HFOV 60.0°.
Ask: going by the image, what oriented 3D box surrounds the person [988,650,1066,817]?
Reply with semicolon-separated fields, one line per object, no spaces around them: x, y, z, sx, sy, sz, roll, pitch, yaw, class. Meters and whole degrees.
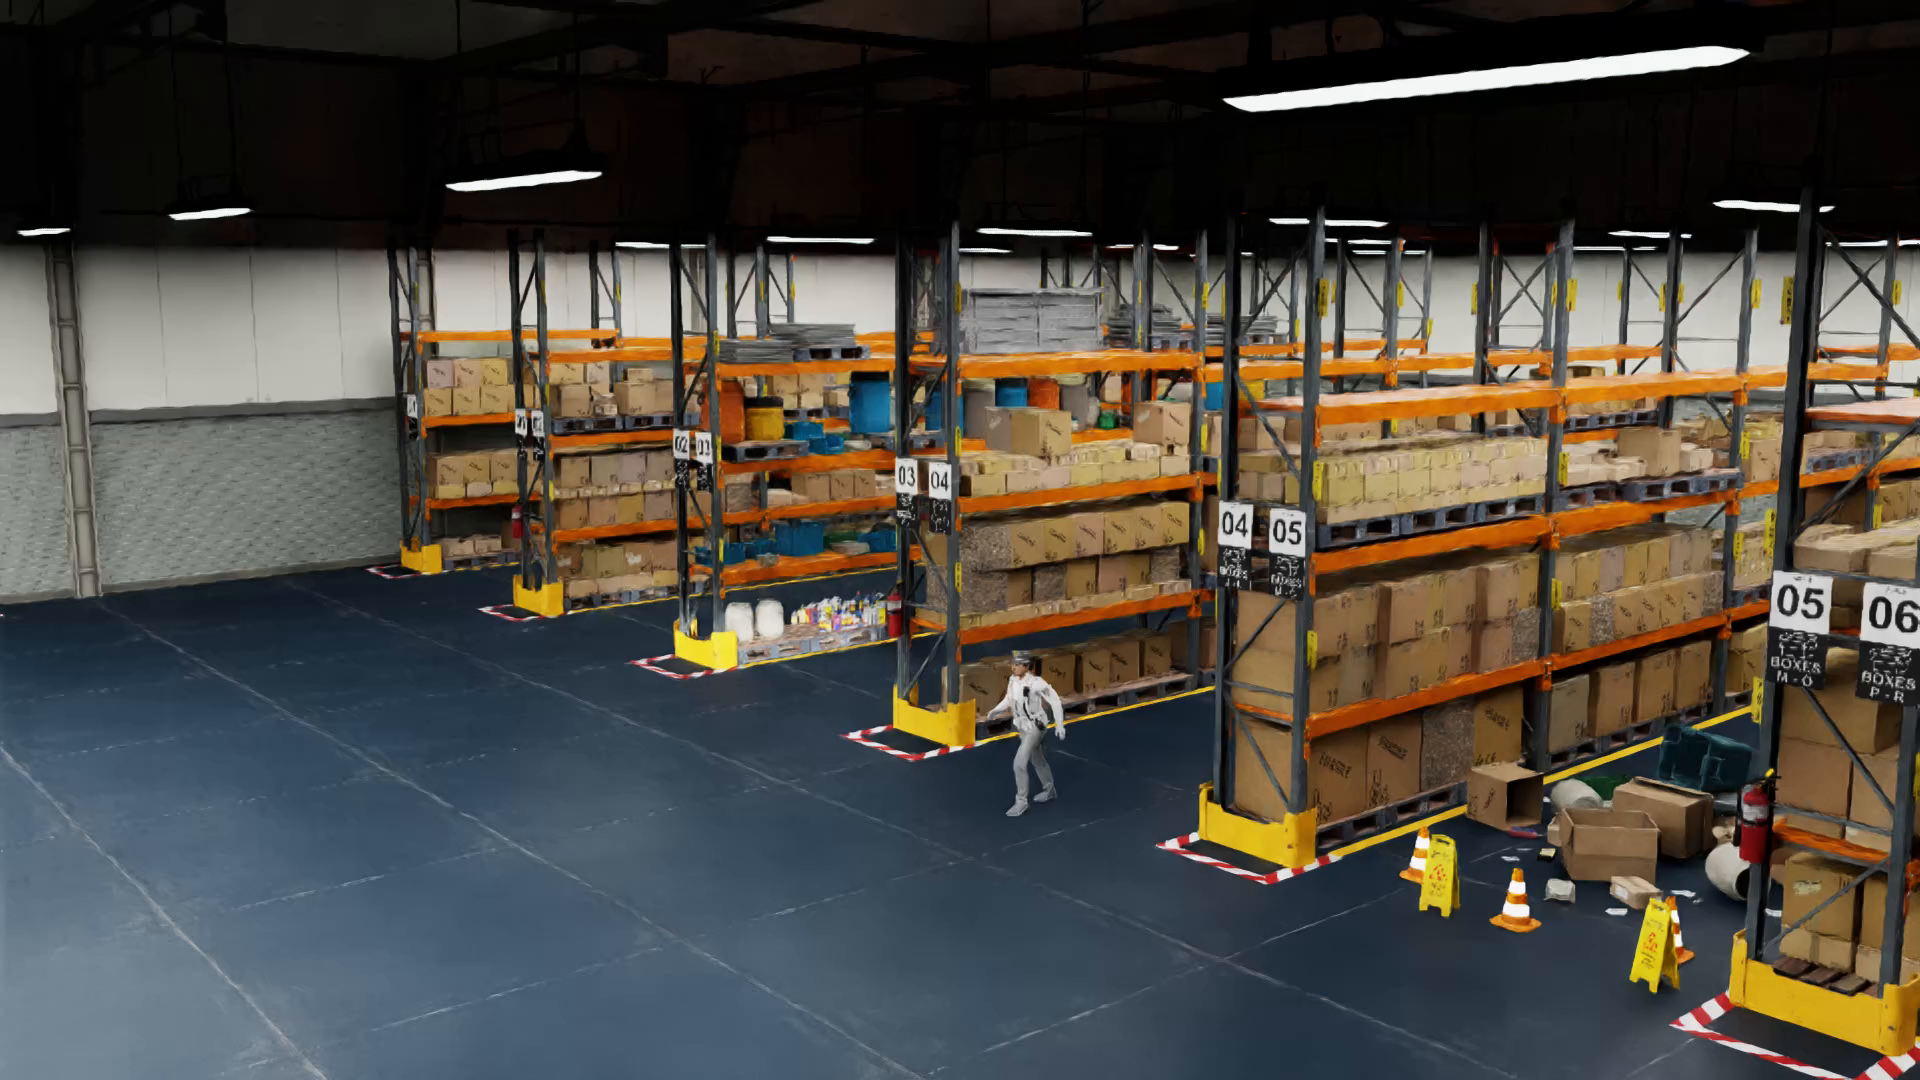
0.686;1.855;16.449;0.814;1.621;0.636;-6;11;-34;person
